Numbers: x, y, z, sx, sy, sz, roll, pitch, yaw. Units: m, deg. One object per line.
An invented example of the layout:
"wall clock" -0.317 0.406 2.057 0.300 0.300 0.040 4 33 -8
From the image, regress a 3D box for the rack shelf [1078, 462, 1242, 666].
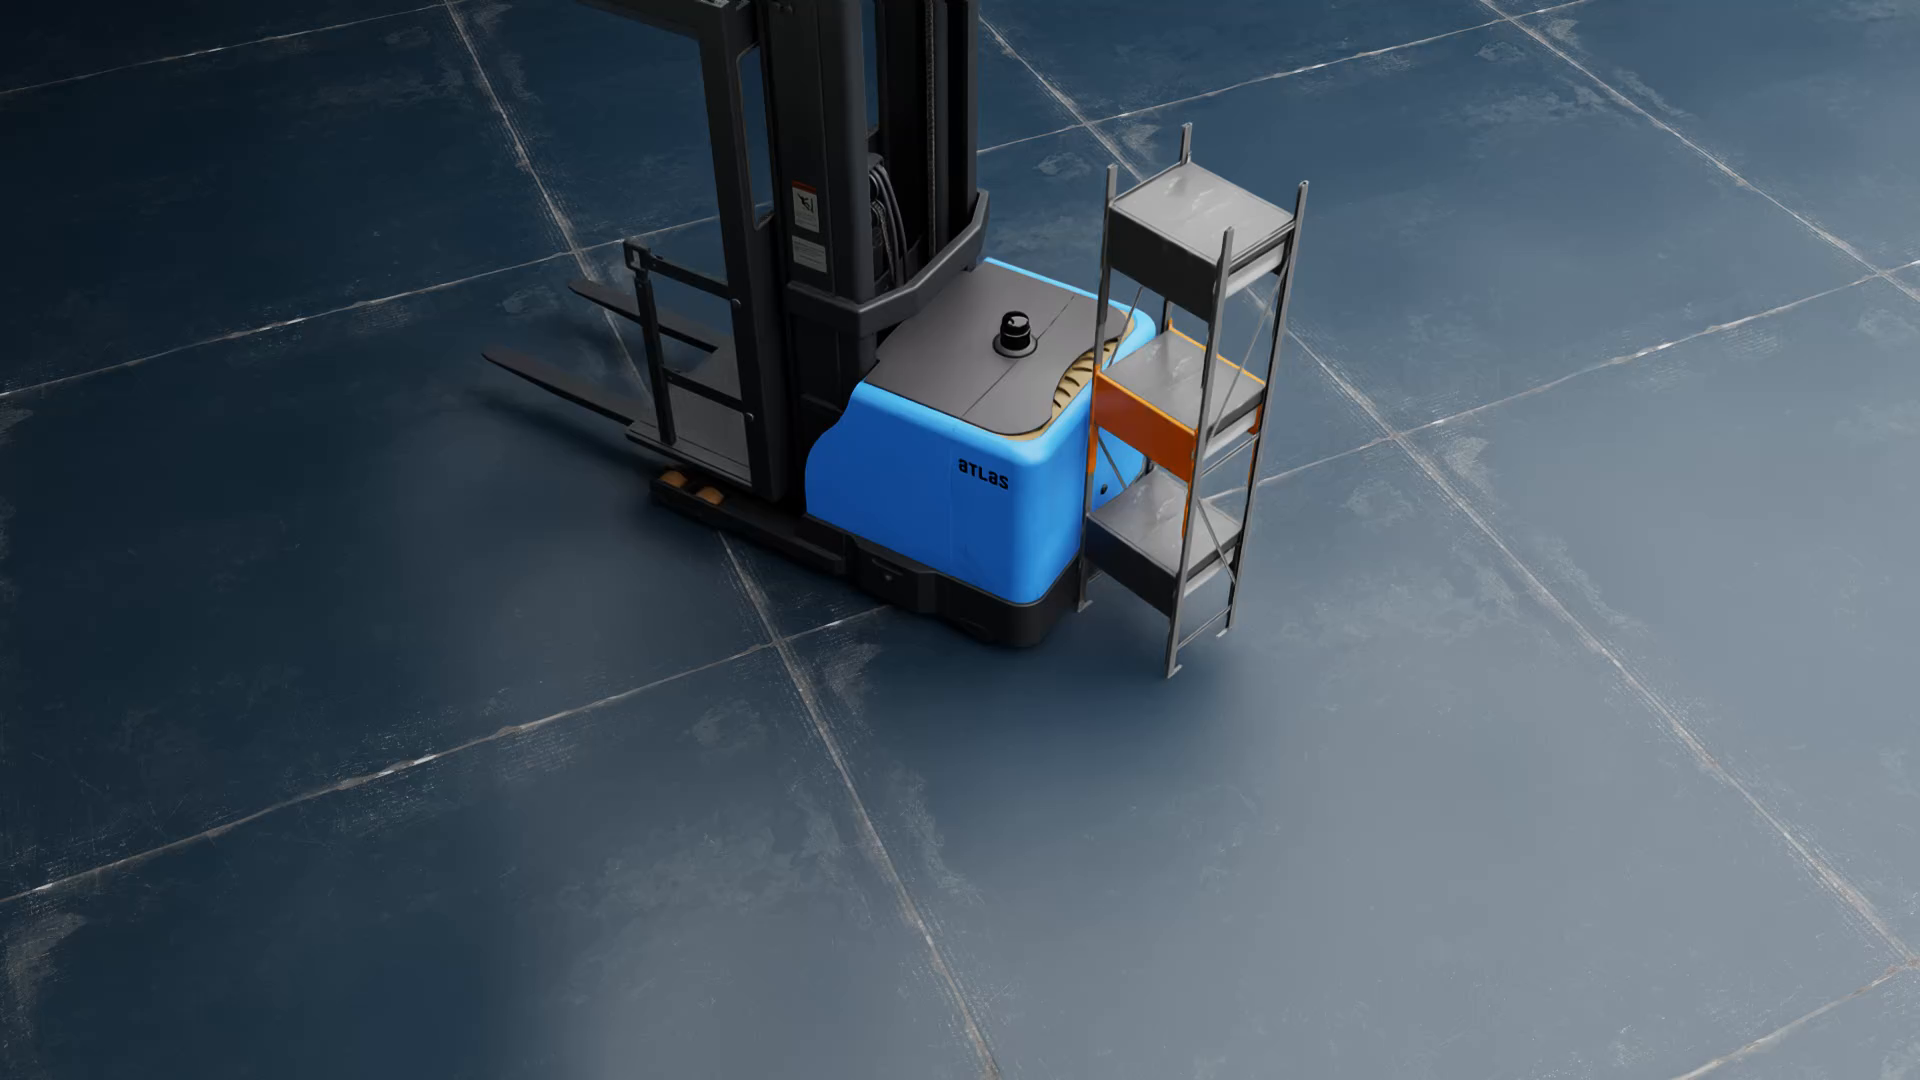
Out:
"rack shelf" 0.791 0.087 6.551 0.431 0.518 0.480 -34 54 -29

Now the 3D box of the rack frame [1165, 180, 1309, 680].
"rack frame" 0.959 -0.296 5.924 0.400 2.100 0.015 -34 54 -29

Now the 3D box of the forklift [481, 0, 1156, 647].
"forklift" -0.748 -1.403 6.454 3.031 2.935 1.130 23 49 22

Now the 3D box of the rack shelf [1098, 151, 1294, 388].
"rack shelf" 0.791 -0.909 5.568 0.431 0.518 0.480 -34 54 -29

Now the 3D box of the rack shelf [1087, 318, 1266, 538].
"rack shelf" 0.791 -0.411 6.060 0.431 0.518 0.480 -34 54 -29

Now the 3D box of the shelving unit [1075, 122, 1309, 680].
"shelving unit" 0.791 -0.421 6.050 0.431 2.100 0.503 -34 54 -29

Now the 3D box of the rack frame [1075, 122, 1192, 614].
"rack frame" 0.623 -0.545 6.176 0.400 2.100 0.015 -34 54 -29
